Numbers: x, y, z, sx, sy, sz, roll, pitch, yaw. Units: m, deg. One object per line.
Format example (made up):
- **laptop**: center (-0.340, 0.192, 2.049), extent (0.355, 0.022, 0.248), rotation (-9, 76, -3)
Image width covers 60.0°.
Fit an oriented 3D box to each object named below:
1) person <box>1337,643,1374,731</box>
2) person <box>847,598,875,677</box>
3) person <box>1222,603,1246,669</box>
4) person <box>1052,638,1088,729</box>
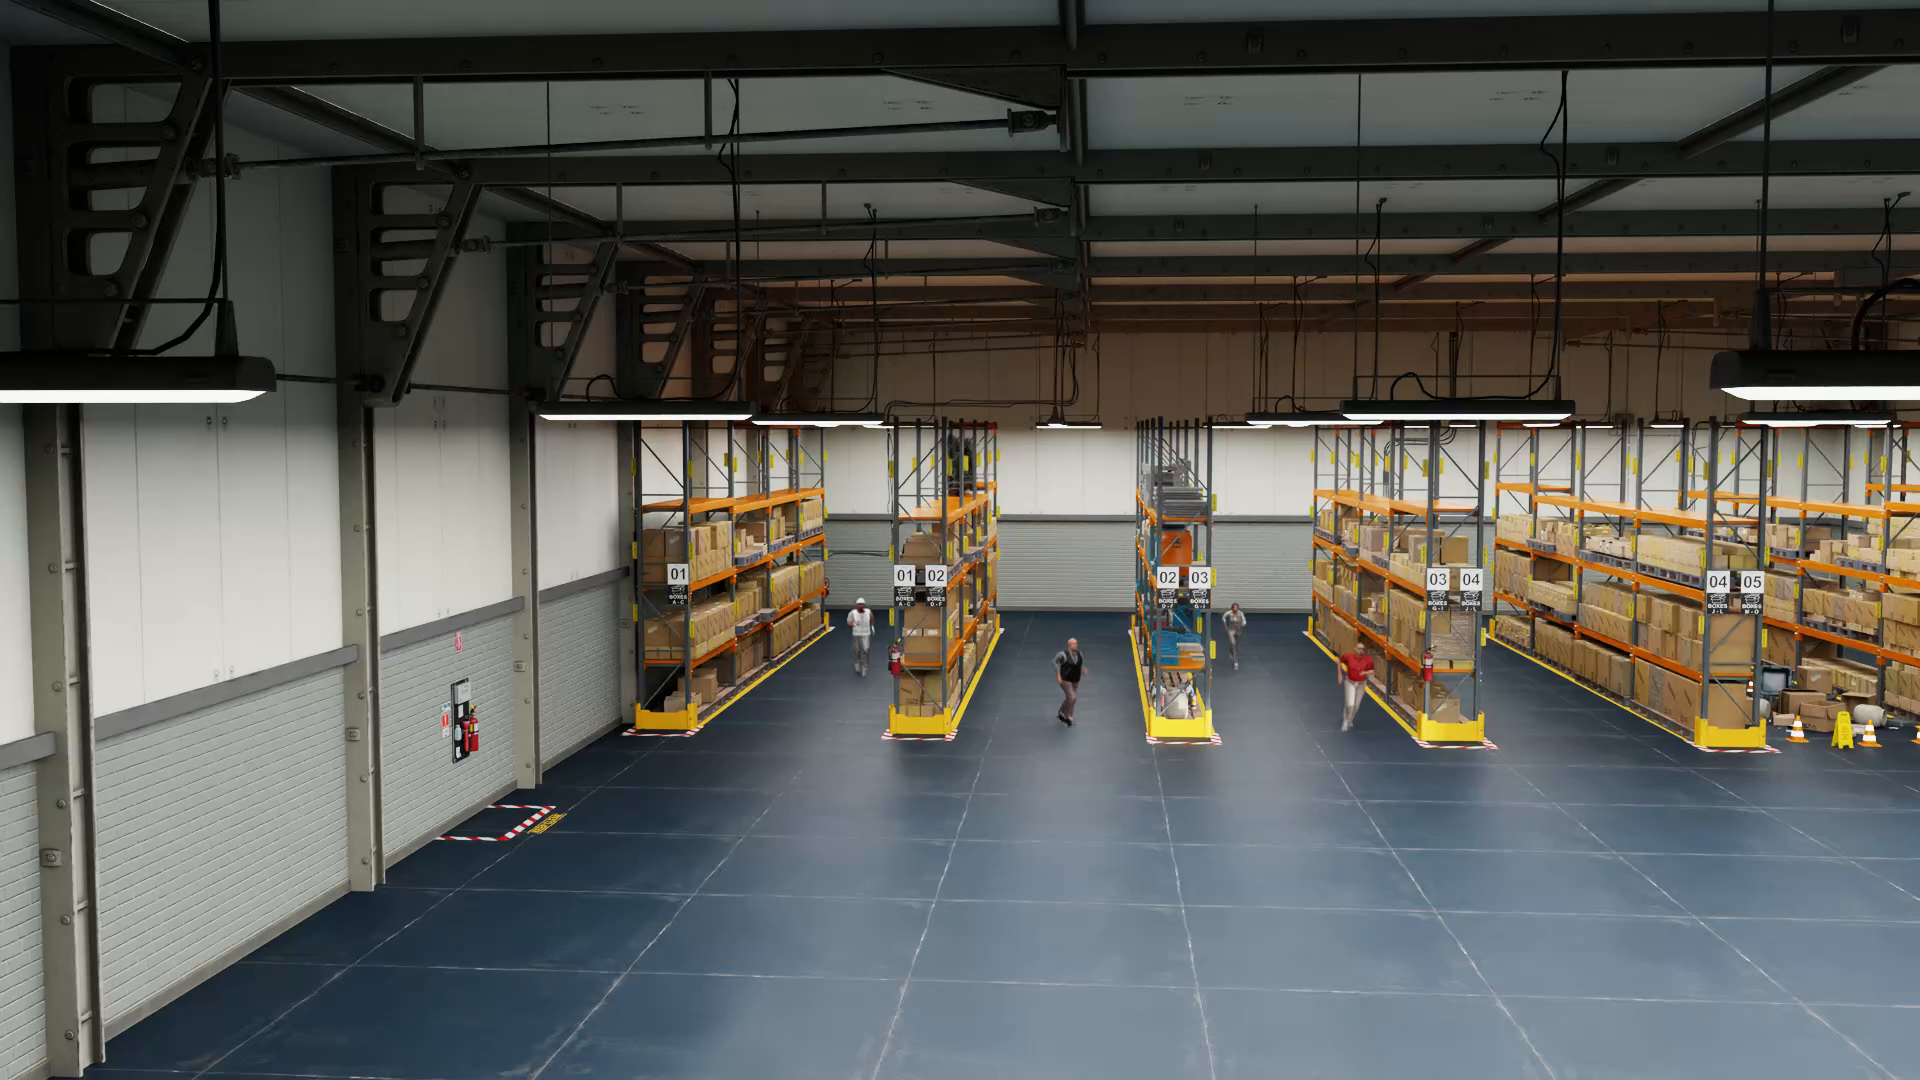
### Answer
- **person**: center (7.577, 2.839, 31.824), extent (0.647, 1.781, 0.775), rotation (0, 4, 1)
- **person**: center (-2.328, 2.258, 39.031), extent (0.672, 1.812, 0.930), rotation (0, 4, -7)
- **person**: center (6.678, 2.347, 40.534), extent (0.540, 1.484, 0.993), rotation (0, 4, -3)
- **person**: center (2.135, 2.784, 32.277), extent (0.596, 1.770, 0.873), rotation (-3, 5, -35)
